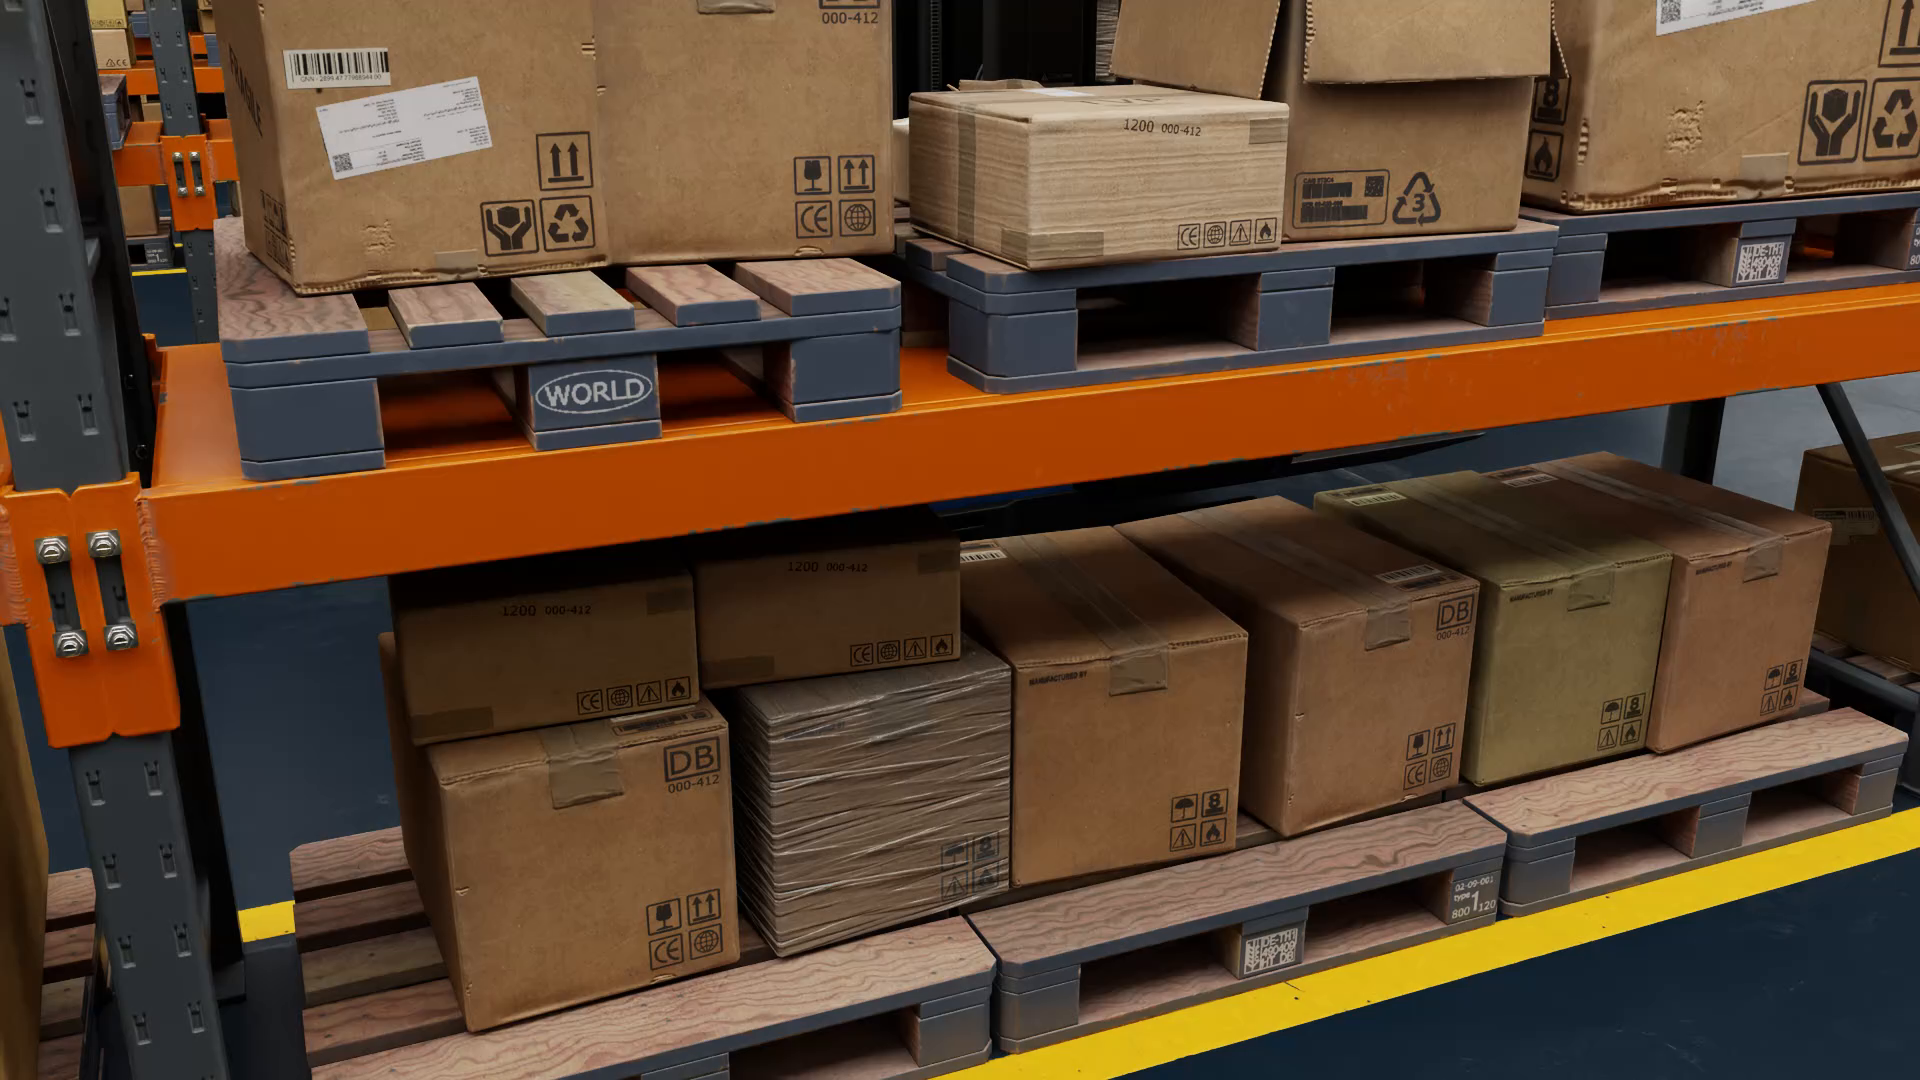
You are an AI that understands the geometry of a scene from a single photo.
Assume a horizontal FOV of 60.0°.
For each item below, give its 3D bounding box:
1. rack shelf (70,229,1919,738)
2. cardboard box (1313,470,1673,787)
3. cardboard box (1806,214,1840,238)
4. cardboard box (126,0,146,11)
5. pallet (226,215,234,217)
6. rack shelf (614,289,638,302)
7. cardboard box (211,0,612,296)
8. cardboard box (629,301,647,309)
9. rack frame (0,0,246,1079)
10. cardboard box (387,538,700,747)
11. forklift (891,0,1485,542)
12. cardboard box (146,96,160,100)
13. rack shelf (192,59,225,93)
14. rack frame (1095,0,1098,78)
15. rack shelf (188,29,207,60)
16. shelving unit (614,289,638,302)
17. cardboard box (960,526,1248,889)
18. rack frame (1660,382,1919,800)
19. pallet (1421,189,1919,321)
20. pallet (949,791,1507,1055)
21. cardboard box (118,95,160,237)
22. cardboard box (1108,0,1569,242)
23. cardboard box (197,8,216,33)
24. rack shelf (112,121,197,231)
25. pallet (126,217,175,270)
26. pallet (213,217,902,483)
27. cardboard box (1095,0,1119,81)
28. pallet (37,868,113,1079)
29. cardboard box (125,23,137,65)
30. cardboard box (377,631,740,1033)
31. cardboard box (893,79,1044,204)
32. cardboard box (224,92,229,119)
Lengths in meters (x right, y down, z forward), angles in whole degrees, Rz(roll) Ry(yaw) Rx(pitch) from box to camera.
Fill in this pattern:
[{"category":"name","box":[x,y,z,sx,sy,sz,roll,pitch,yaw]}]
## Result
[{"category":"rack shelf","box":[0.441,-0.312,3.476,4.000,0.370,1.077,-8,21,-22]},{"category":"cardboard box","box":[1.260,0.188,4.073,0.500,0.500,0.700,-8,21,-22]},{"category":"cardboard box","box":[2.358,-0.914,4.480,0.250,0.149,0.380,-8,21,-22]},{"category":"cardboard box","box":[-7.825,-5.149,15.346,0.500,0.500,0.500,-7,21,-19]},{"category":"pallet","box":[-4.603,-2.198,11.946,1.213,0.211,1.003,-8,21,-22]},{"category":"rack shelf","box":[-1.041,-0.770,5.219,0.480,0.148,0.258,-9,21,-24]},{"category":"cardboard box","box":[-0.915,-0.717,2.759,0.500,0.500,0.500,-11,22,-29]},{"category":"cardboard box","box":[-1.871,-1.220,7.726,0.750,0.750,1.050,-8,21,-21]},{"category":"rack frame","box":[-1.395,-0.389,2.609,0.127,3.000,1.000,-8,21,-22]},{"category":"cardboard box","box":[-0.792,0.132,3.103,0.500,0.250,0.500,-7,21,-20]},{"category":"forklift","box":[0.562,-1.473,5.792,3.031,2.935,1.130,-9,21,-24]},{"category":"cardboard box","box":[-7.788,-3.973,15.920,0.500,0.500,0.500,-7,21,-20]},{"category":"rack shelf","box":[-3.484,-3.334,12.059,4.000,0.370,1.077,-8,21,-22]},{"category":"rack frame","box":[0.405,-2.441,8.437,0.127,3.000,1.000,-8,21,-22]},{"category":"rack shelf","box":[-5.454,-4.848,16.356,4.000,0.370,1.077,-8,21,-22]},{"category":"shelving unit","box":[-1.041,-0.399,5.349,0.503,1.200,0.258,-9,21,-24]},{"category":"cardboard box","box":[0.234,0.335,3.655,0.500,0.500,0.700,-6,20,-17]},{"category":"rack frame","box":[2.277,-0.915,4.104,0.127,3.000,1.000,-8,21,-22]},{"category":"pallet","box":[1.518,-0.768,3.976,1.213,0.211,1.003,-8,21,-22]},{"category":"pallet","box":[0.441,0.665,3.815,1.213,0.211,1.003,-8,21,-22]},{"category":"cardboard box","box":[-5.988,-2.541,11.289,0.875,0.875,0.875,-8,21,-22]},{"category":"cardboard box","box":[0.722,-0.905,3.289,0.637,0.503,0.797,-6,20,-16]},{"category":"cardboard box","box":[-4.949,-3.476,11.125,0.250,0.149,0.380,-9,22,-25]},{"category":"rack shelf","box":[-5.104,-1.312,6.315,4.000,0.370,1.077,-8,21,-22]},{"category":"pallet","box":[-6.075,-2.015,11.426,1.213,0.211,1.003,-8,21,-22]},{"category":"pallet","box":[-0.783,-0.424,3.000,1.003,0.211,1.213,-8,21,-22]},{"category":"cardboard box","box":[0.740,-2.564,8.560,0.550,0.550,0.875,-8,21,-22]},{"category":"pallet","box":[-2.149,1.007,2.843,1.213,0.211,1.003,-8,21,-22]},{"category":"cardboard box","box":[-5.870,-3.352,11.252,0.500,0.250,0.500,-9,21,-23]},{"category":"cardboard box","box":[-0.788,0.489,3.219,0.500,0.500,0.700,-9,21,-25]},{"category":"cardboard box","box":[0.029,-0.825,3.419,0.258,0.266,0.396,-9,21,-23]},{"category":"cardboard box","box":[-6.712,-4.080,16.036,0.625,0.625,0.875,-7,21,-20]}]
